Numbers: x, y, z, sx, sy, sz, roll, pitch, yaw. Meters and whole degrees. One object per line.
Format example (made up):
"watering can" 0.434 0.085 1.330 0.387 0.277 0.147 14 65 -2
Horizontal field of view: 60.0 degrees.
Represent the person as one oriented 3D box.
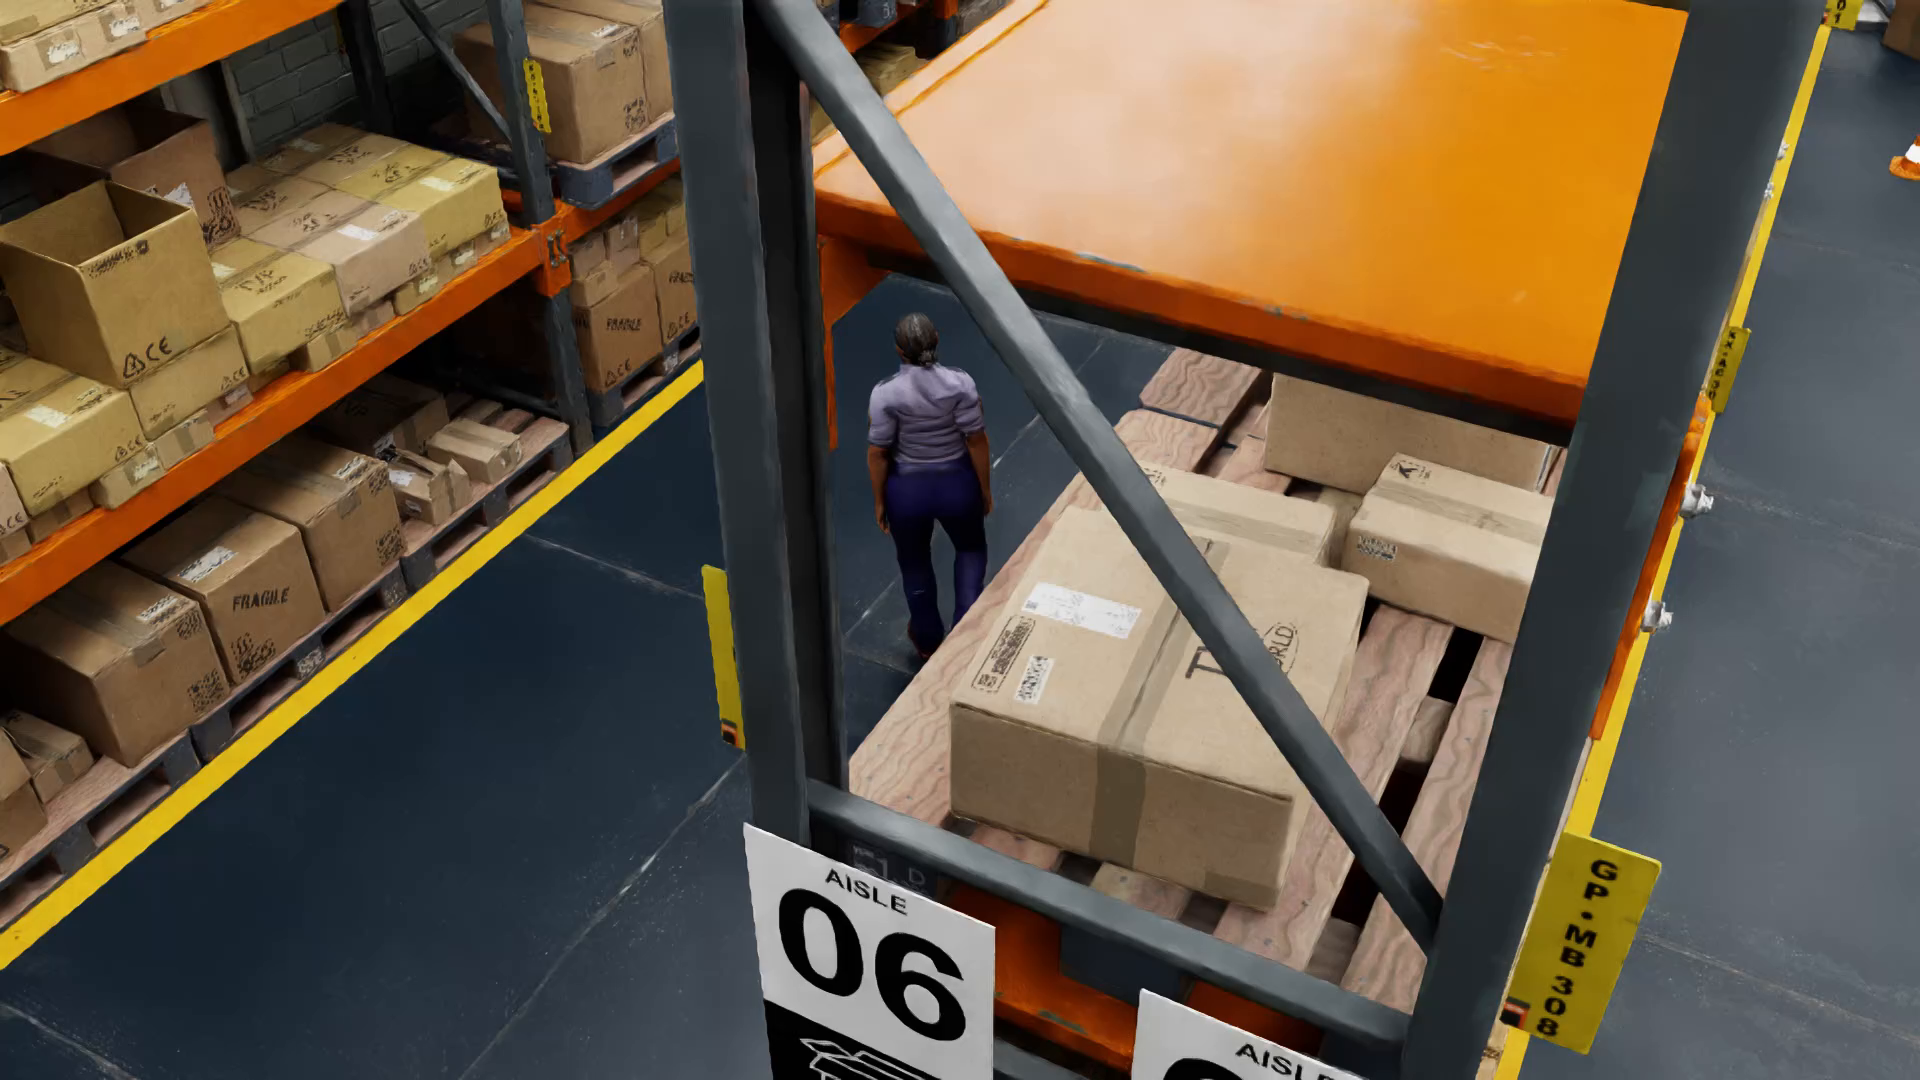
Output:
"person" -0.094 -0.157 6.864 0.556 1.640 0.530 -5 38 -6
